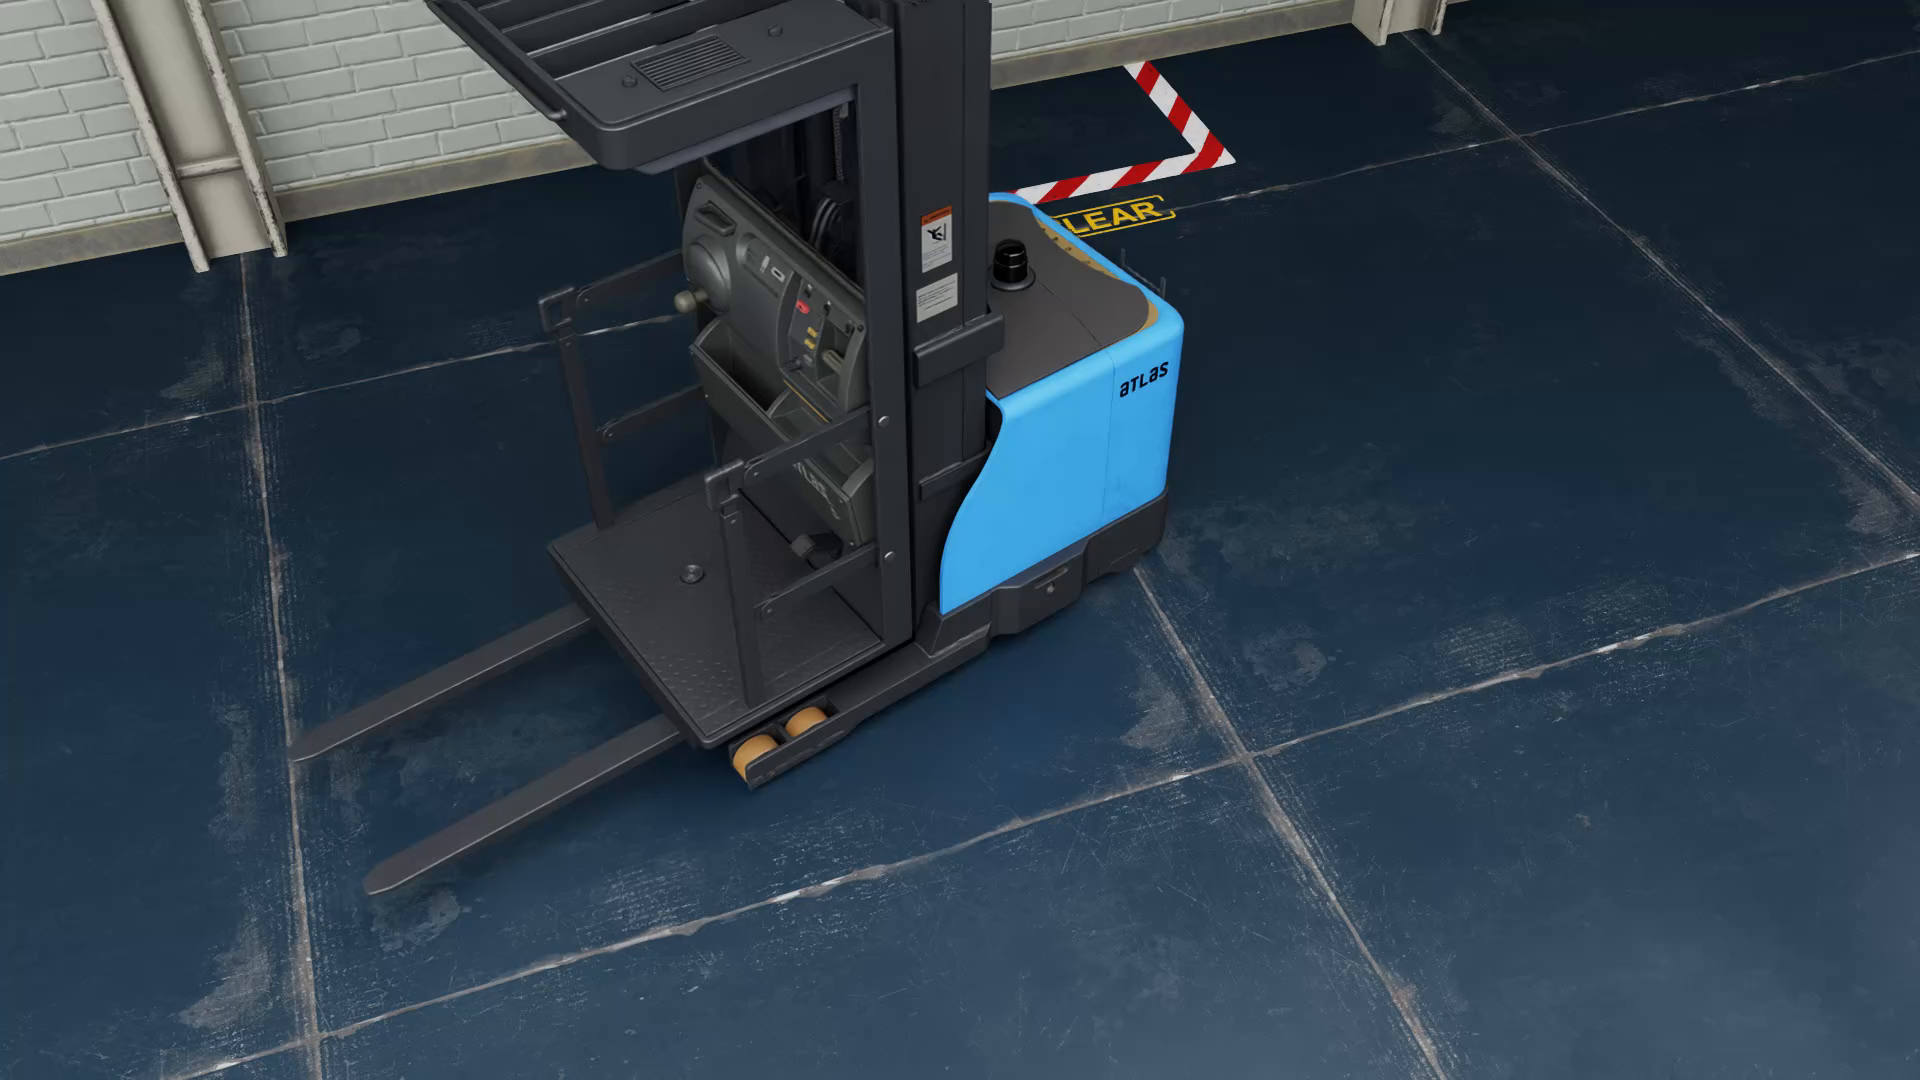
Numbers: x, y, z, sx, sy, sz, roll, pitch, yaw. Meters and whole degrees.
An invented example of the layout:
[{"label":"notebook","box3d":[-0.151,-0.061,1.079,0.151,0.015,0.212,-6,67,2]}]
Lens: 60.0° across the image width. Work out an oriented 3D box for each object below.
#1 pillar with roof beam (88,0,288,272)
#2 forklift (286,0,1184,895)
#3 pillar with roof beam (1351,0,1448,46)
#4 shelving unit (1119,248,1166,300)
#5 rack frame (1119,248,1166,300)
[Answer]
[{"label":"pillar with roof beam","box3d":[-1.822,-1.655,1.546,0.400,9.000,9.100,-14,47,-14]},{"label":"forklift","box3d":[-0.727,-0.662,4.841,3.031,2.935,1.130,-28,51,-25]},{"label":"pillar with roof beam","box3d":[3.821,-3.098,2.984,0.400,9.000,9.100,-14,47,-14]},{"label":"shelving unit","box3d":[0.575,-0.631,6.244,0.210,0.900,0.258,-28,51,-25]},{"label":"rack frame","box3d":[0.657,-0.674,6.287,0.006,0.900,0.240,-28,51,-25]}]
